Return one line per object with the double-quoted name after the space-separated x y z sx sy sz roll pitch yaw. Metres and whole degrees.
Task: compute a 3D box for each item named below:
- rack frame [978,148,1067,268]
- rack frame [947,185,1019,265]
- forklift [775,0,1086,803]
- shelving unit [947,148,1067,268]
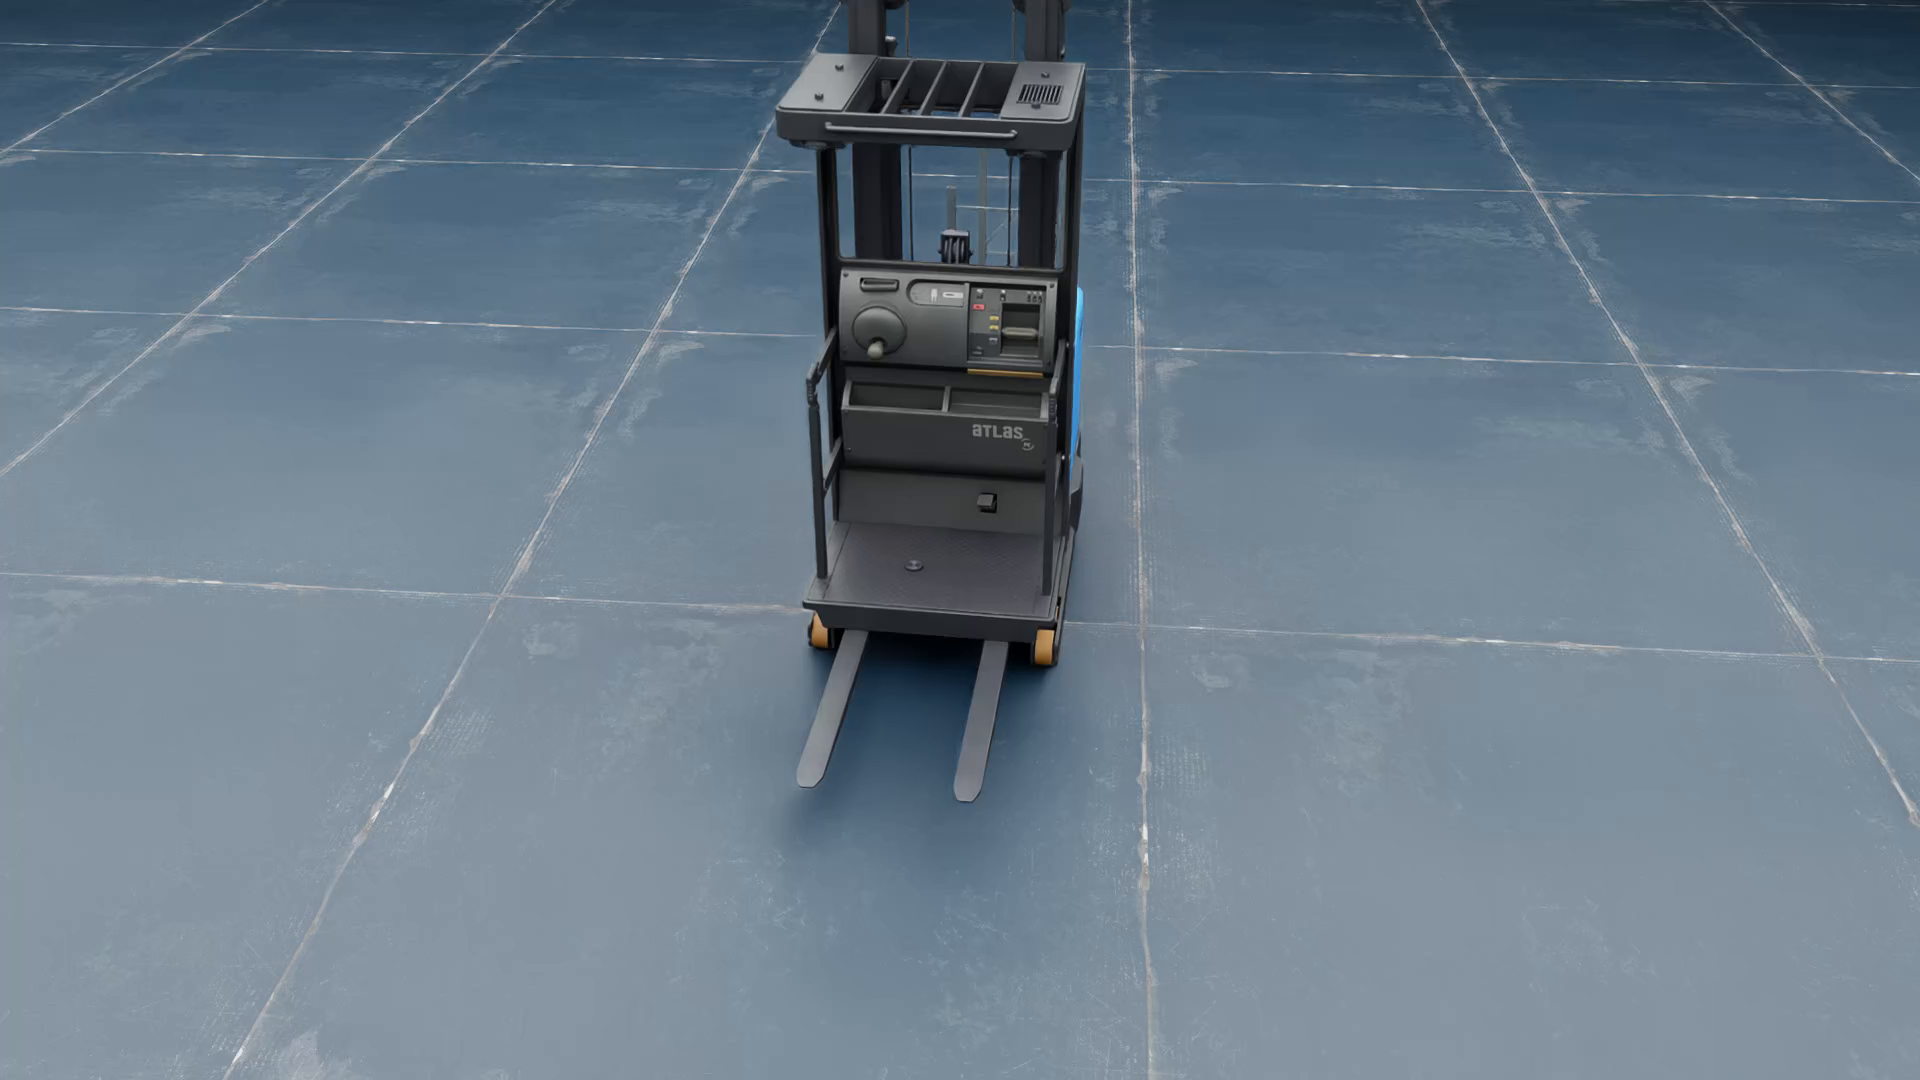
0.353 -1.618 9.445 0.500 1.500 0.032 5 32 8 "rack frame"
0.185 -1.091 8.592 0.500 1.500 0.032 5 32 8 "rack frame"
-0.080 -0.887 6.896 1.130 2.935 3.031 4 32 7 "forklift"
0.268 -1.350 9.011 0.587 1.500 1.083 5 32 8 "shelving unit"
